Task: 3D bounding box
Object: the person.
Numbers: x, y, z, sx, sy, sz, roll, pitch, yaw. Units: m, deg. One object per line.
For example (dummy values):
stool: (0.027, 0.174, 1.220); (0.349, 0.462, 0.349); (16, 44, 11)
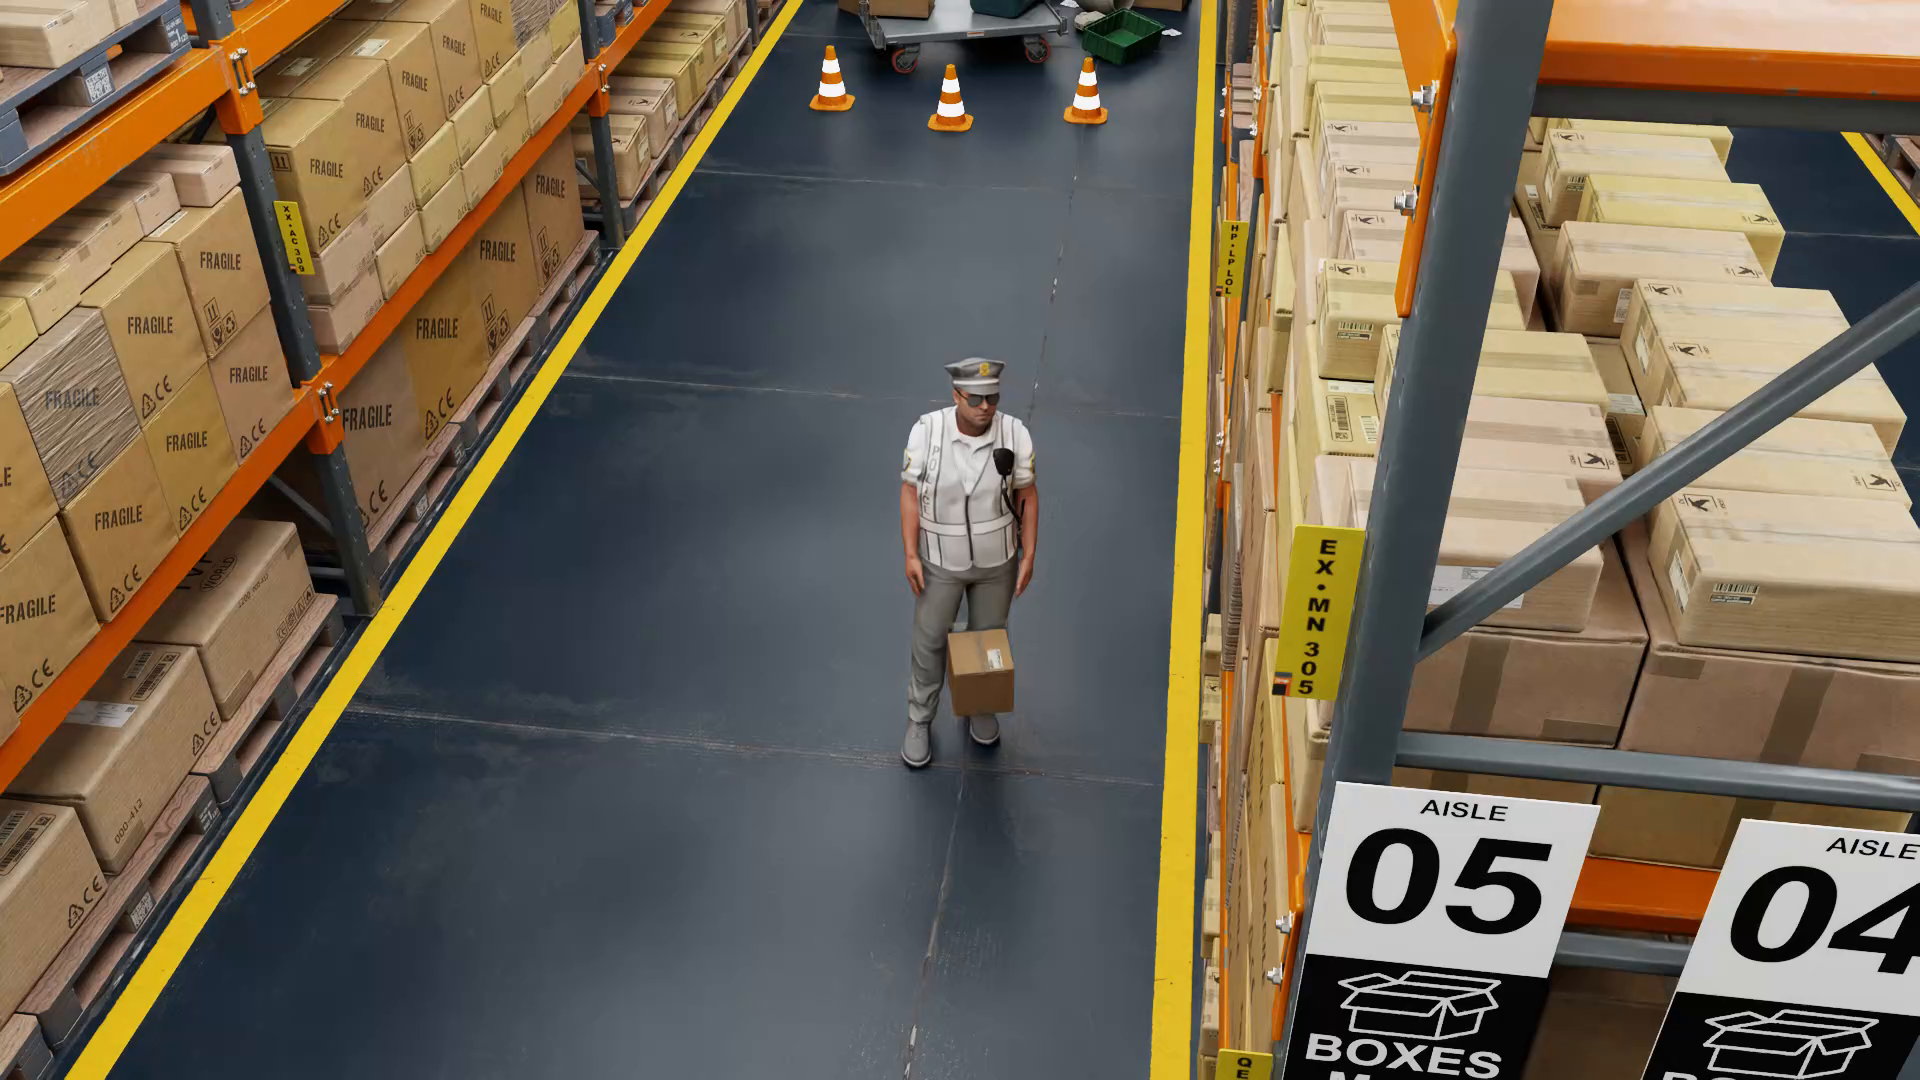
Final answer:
person: (0.030, 0.084, 6.877); (0.613, 1.783, 0.572); (-4, 36, -5)
